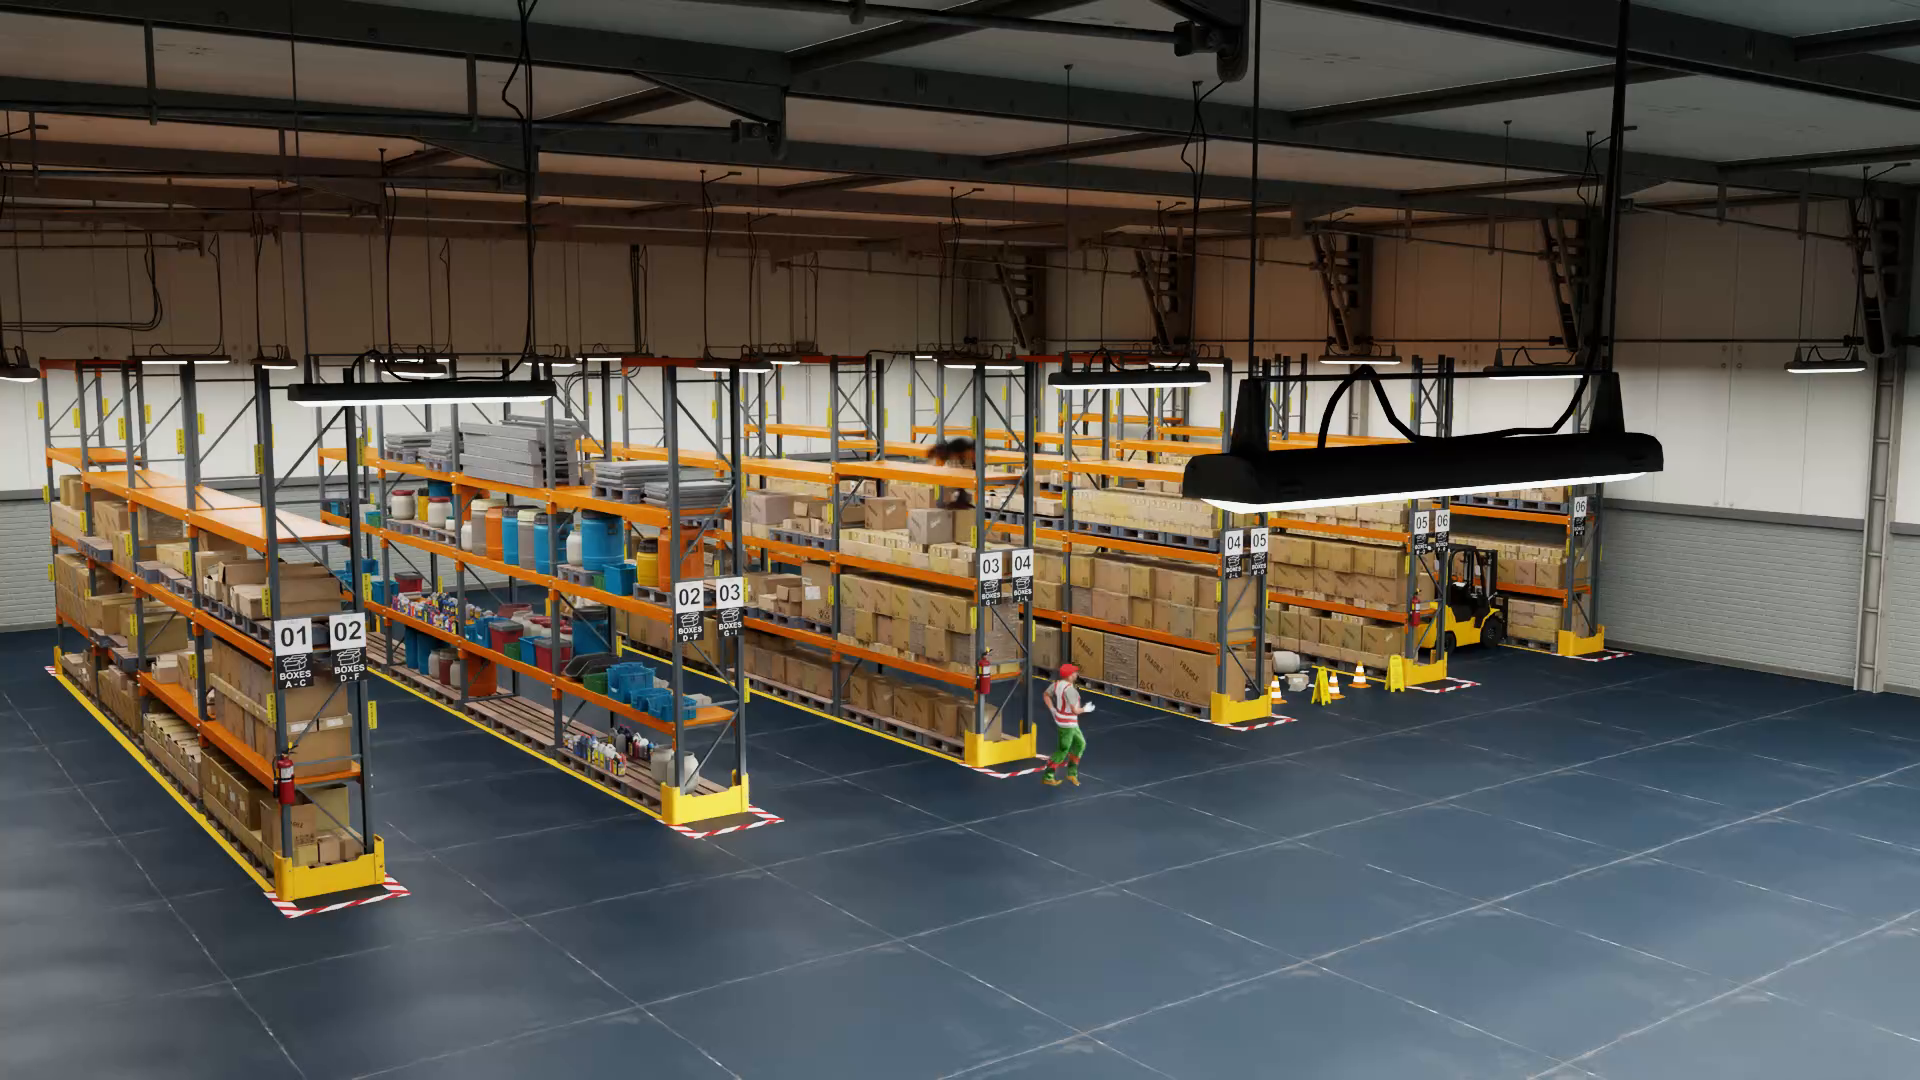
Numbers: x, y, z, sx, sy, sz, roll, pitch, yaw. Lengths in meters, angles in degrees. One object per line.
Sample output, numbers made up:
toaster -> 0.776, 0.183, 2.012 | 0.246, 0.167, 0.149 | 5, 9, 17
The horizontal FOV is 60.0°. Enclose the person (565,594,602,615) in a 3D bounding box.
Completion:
person -> -7.585, 1.492, 33.551 | 0.764, 1.711, 0.641 | -1, 7, -7

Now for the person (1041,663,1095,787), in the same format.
person -> 1.524, 2.639, 23.451 | 0.755, 1.827, 0.624 | -1, 7, -6

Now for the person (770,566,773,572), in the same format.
person -> -3.910, 1.377, 33.959 | 0.657, 1.784, 0.794 | -5, 8, -36
